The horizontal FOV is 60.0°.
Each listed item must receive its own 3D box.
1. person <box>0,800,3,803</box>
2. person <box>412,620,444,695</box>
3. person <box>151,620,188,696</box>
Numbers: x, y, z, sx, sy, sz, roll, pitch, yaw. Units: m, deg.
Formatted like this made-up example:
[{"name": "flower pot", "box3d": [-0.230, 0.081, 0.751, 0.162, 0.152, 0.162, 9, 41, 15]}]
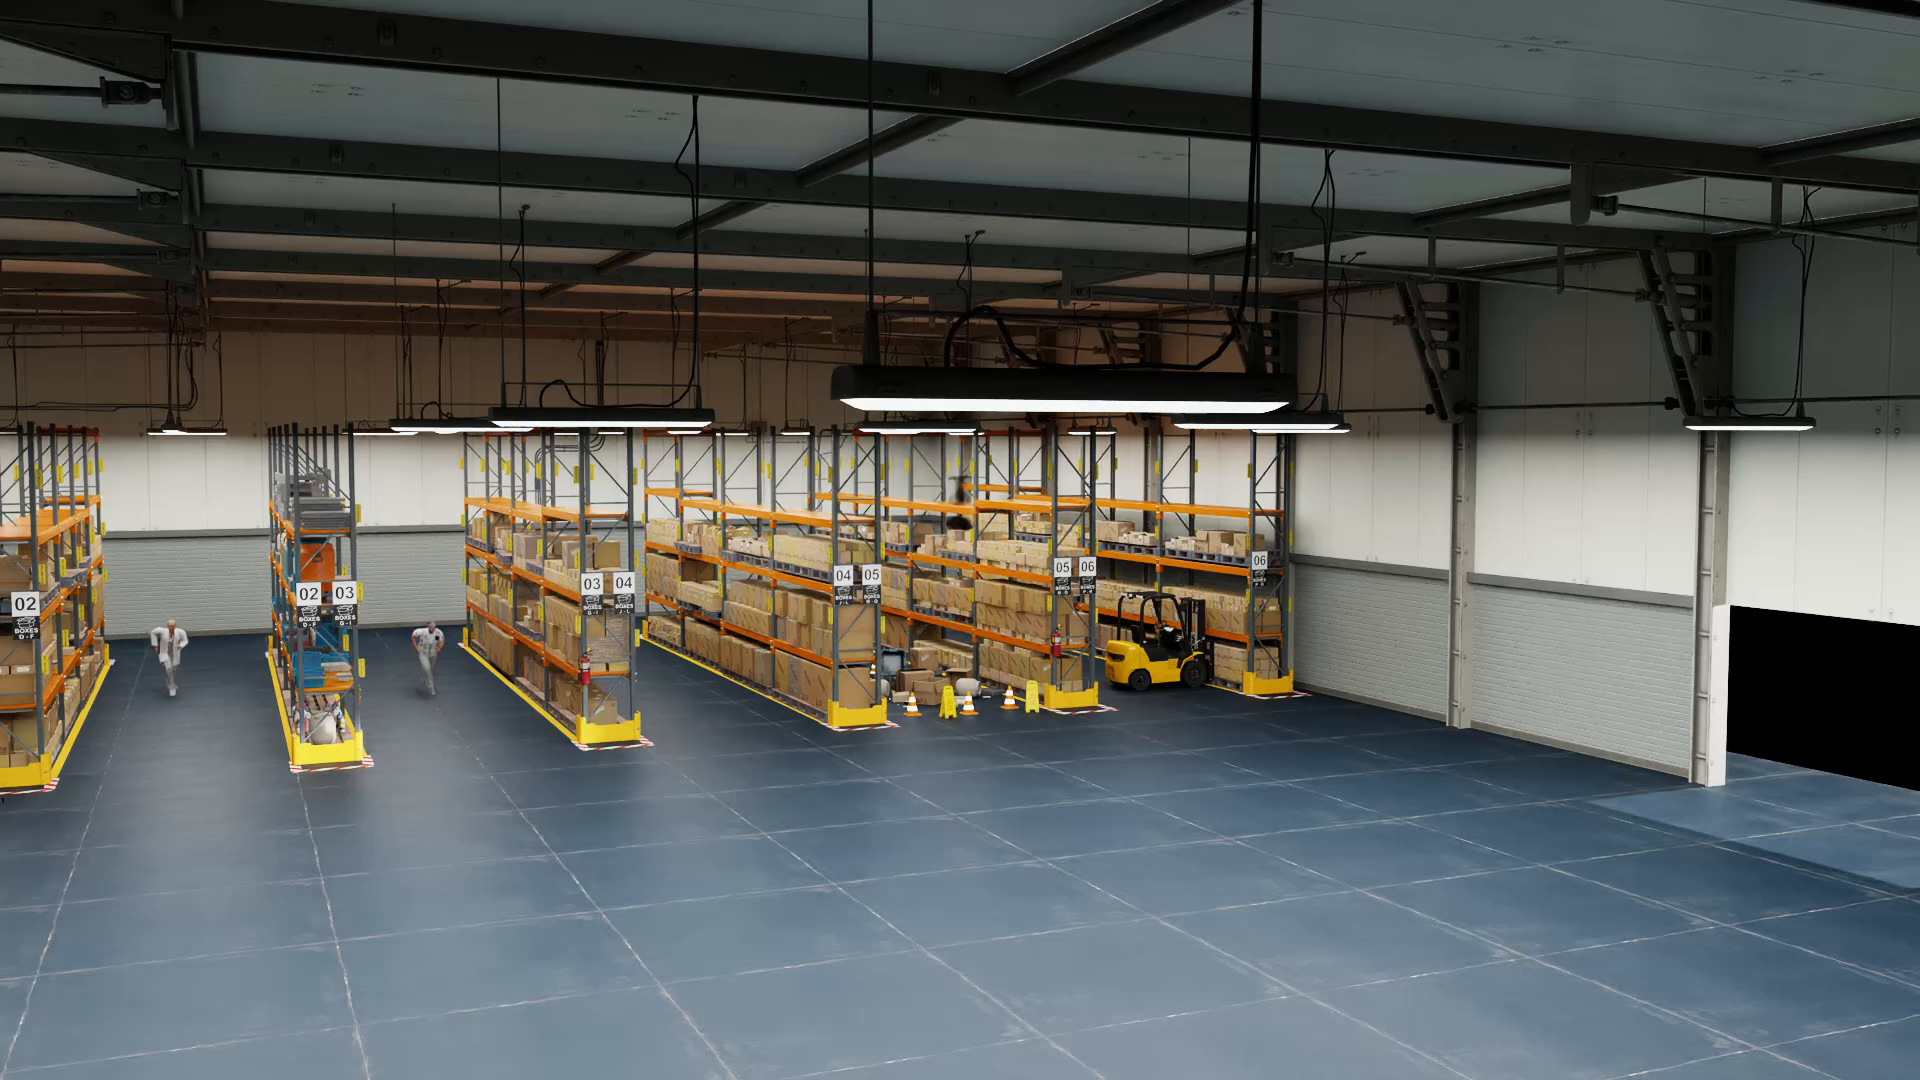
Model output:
[{"name": "person", "box3d": [-15.392, 3.328, 26.086, 0.903, 1.584, 0.577, 1, 4, 8]}, {"name": "person", "box3d": [-12.026, 2.625, 37.556, 0.704, 1.718, 1.030, -2, 4, -29]}, {"name": "person", "box3d": [-17.743, 2.626, 37.321, 0.753, 1.744, 1.055, -2, 4, -30]}]
